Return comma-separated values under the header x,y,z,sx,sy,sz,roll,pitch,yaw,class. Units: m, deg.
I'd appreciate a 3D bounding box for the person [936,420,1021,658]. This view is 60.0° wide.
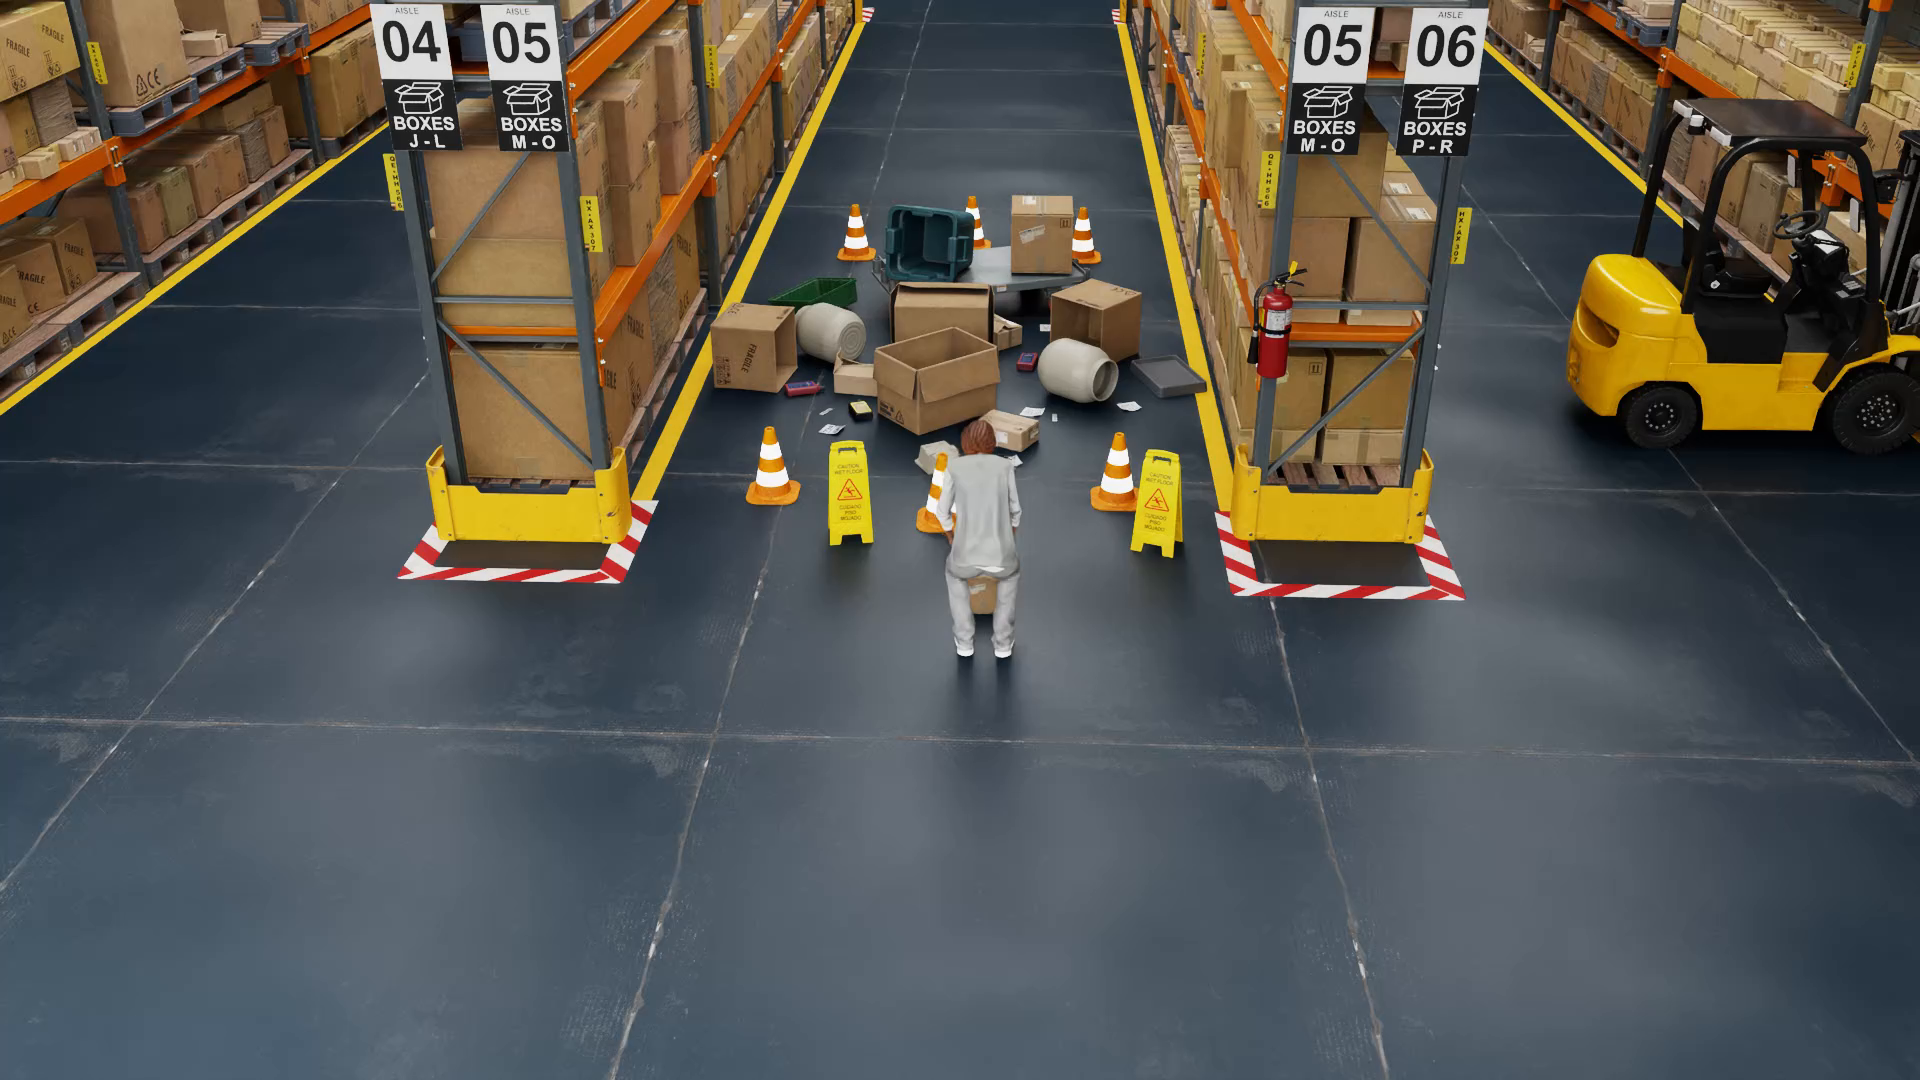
x,y,z,sx,sy,sz,roll,pitch,yaw,class
0.097,0.038,8.974,0.463,1.212,0.688,1,28,2,person
